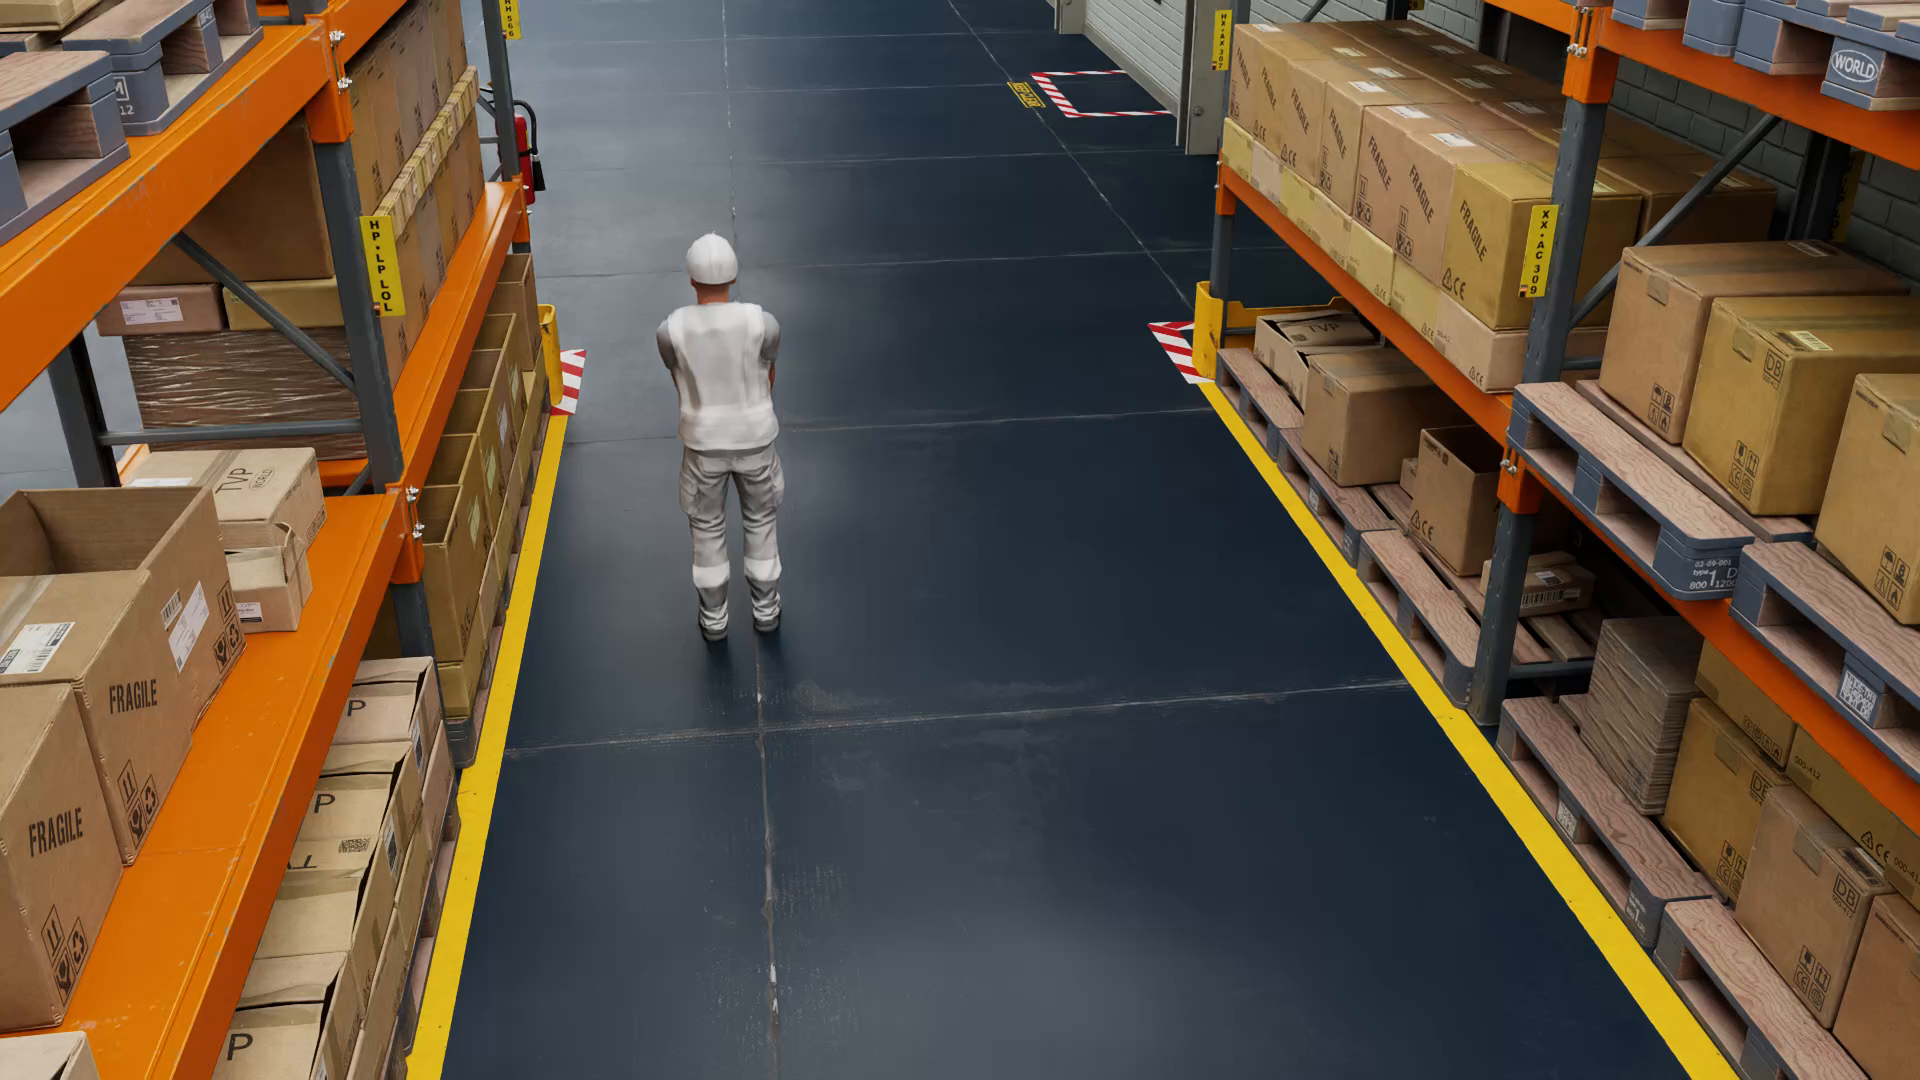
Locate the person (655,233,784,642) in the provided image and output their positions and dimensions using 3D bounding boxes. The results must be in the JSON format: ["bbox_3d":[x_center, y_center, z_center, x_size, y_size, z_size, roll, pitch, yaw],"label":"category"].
[{"bbox_3d":[-0.983,-0.452,6.983,0.495,1.786,0.558,-3,27,-7],"label":"person"}]
